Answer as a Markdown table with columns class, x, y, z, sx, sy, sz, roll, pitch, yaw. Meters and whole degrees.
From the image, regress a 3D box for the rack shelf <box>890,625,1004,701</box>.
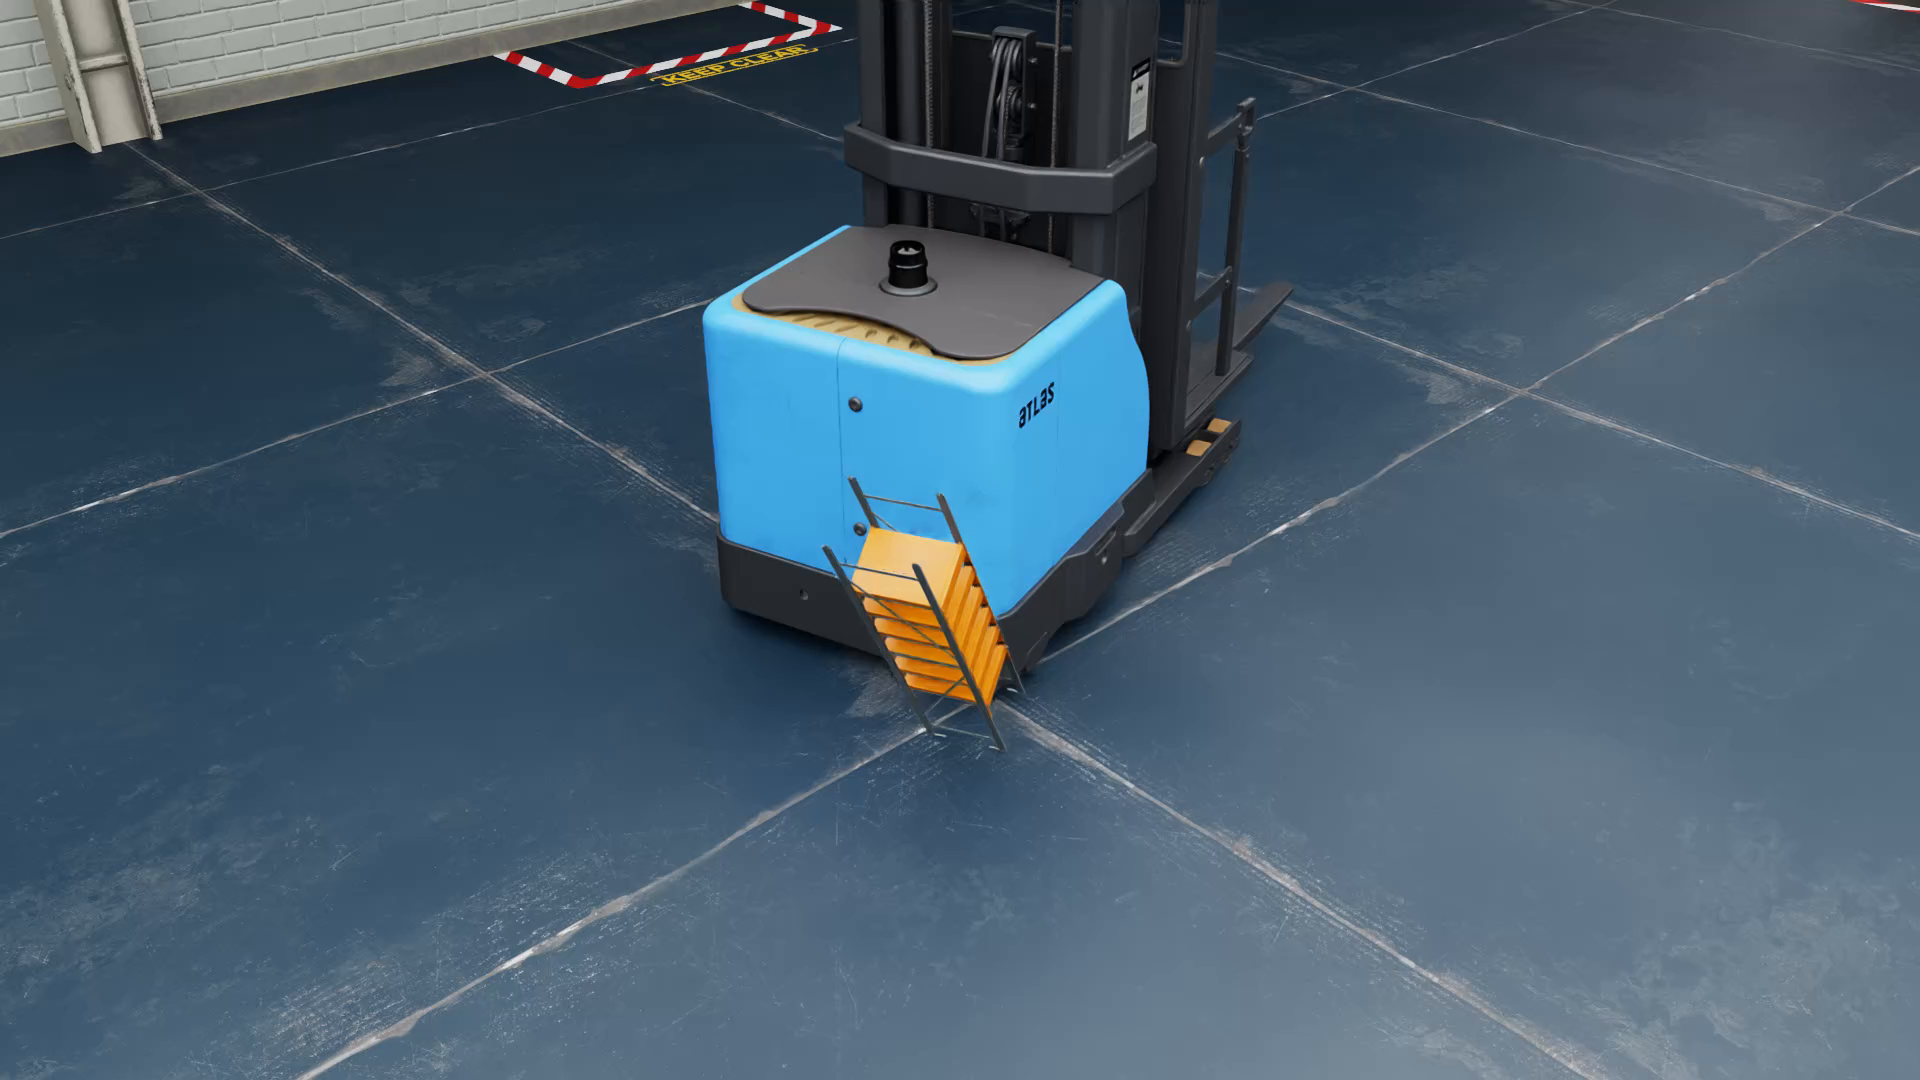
| class | x | y | z | sx | sy | sz | roll | pitch | yaw |
| --- | --- | --- | --- | --- | --- | --- | --- | --- | --- |
| rack shelf | -0.032 | 0.304 | 4.448 | 0.258 | 0.103 | 0.180 | 11 | 66 | 17 |

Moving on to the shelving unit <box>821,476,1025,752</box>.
| class | x | y | z | sx | sy | sz | roll | pitch | yaw |
| --- | --- | --- | --- | --- | --- | --- | --- | --- | --- |
| shelving unit | -0.063 | 0.229 | 4.305 | 0.258 | 1.200 | 0.189 | 11 | 66 | 17 |

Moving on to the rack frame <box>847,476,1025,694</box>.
| class | x | y | z | sx | sy | sz | roll | pitch | yaw |
| --- | --- | --- | --- | --- | --- | --- | --- | --- | --- |
| rack frame | -0.036 | 0.149 | 4.341 | 0.240 | 1.200 | 0.006 | 11 | 66 | 17 |

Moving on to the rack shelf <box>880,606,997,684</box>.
| class | x | y | z | sx | sy | sz | roll | pitch | yaw |
| --- | --- | --- | --- | --- | --- | --- | --- | --- | --- |
| rack shelf | -0.055 | 0.249 | 4.344 | 0.258 | 0.103 | 0.180 | 11 | 66 | 17 |

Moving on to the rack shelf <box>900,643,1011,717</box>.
| class | x | y | z | sx | sy | sz | roll | pitch | yaw |
| --- | --- | --- | --- | --- | --- | --- | --- | --- | --- |
| rack shelf | -0.010 | 0.359 | 4.553 | 0.258 | 0.103 | 0.180 | 11 | 66 | 17 |

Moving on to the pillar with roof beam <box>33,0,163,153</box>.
| class | x | y | z | sx | sy | sz | roll | pitch | yaw |
| --- | --- | --- | --- | --- | --- | --- | --- | --- | --- |
| pillar with roof beam | -1.876 | -4.479 | 4.449 | 0.400 | 9.000 | 9.100 | -26 | 40 | -35 |

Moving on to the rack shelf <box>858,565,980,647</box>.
| class | x | y | z | sx | sy | sz | roll | pitch | yaw |
| --- | --- | --- | --- | --- | --- | --- | --- | --- | --- |
| rack shelf | -0.100 | 0.140 | 4.135 | 0.258 | 0.103 | 0.180 | 11 | 66 | 17 |

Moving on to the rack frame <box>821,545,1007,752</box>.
| class | x | y | z | sx | sy | sz | roll | pitch | yaw |
| --- | --- | --- | --- | --- | --- | --- | --- | --- | --- |
| rack frame | -0.090 | 0.309 | 4.269 | 0.240 | 1.200 | 0.006 | 11 | 66 | 17 |

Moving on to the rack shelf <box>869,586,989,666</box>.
| class | x | y | z | sx | sy | sz | roll | pitch | yaw |
| --- | --- | --- | --- | --- | --- | --- | --- | --- | --- |
| rack shelf | -0.077 | 0.195 | 4.240 | 0.258 | 0.103 | 0.180 | 11 | 66 | 17 |

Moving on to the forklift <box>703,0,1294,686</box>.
| class | x | y | z | sx | sy | sz | roll | pitch | yaw |
| --- | --- | --- | --- | --- | --- | --- | --- | --- | --- |
| forklift | 0.396 | -1.555 | 5.484 | 1.130 | 2.935 | 3.031 | 16 | 35 | 25 |

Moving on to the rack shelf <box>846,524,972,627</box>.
| class | x | y | z | sx | sy | sz | roll | pitch | yaw |
| --- | --- | --- | --- | --- | --- | --- | --- | --- | --- |
| rack shelf | -0.122 | 0.085 | 4.031 | 0.258 | 0.103 | 0.180 | 11 | 66 | 17 |
